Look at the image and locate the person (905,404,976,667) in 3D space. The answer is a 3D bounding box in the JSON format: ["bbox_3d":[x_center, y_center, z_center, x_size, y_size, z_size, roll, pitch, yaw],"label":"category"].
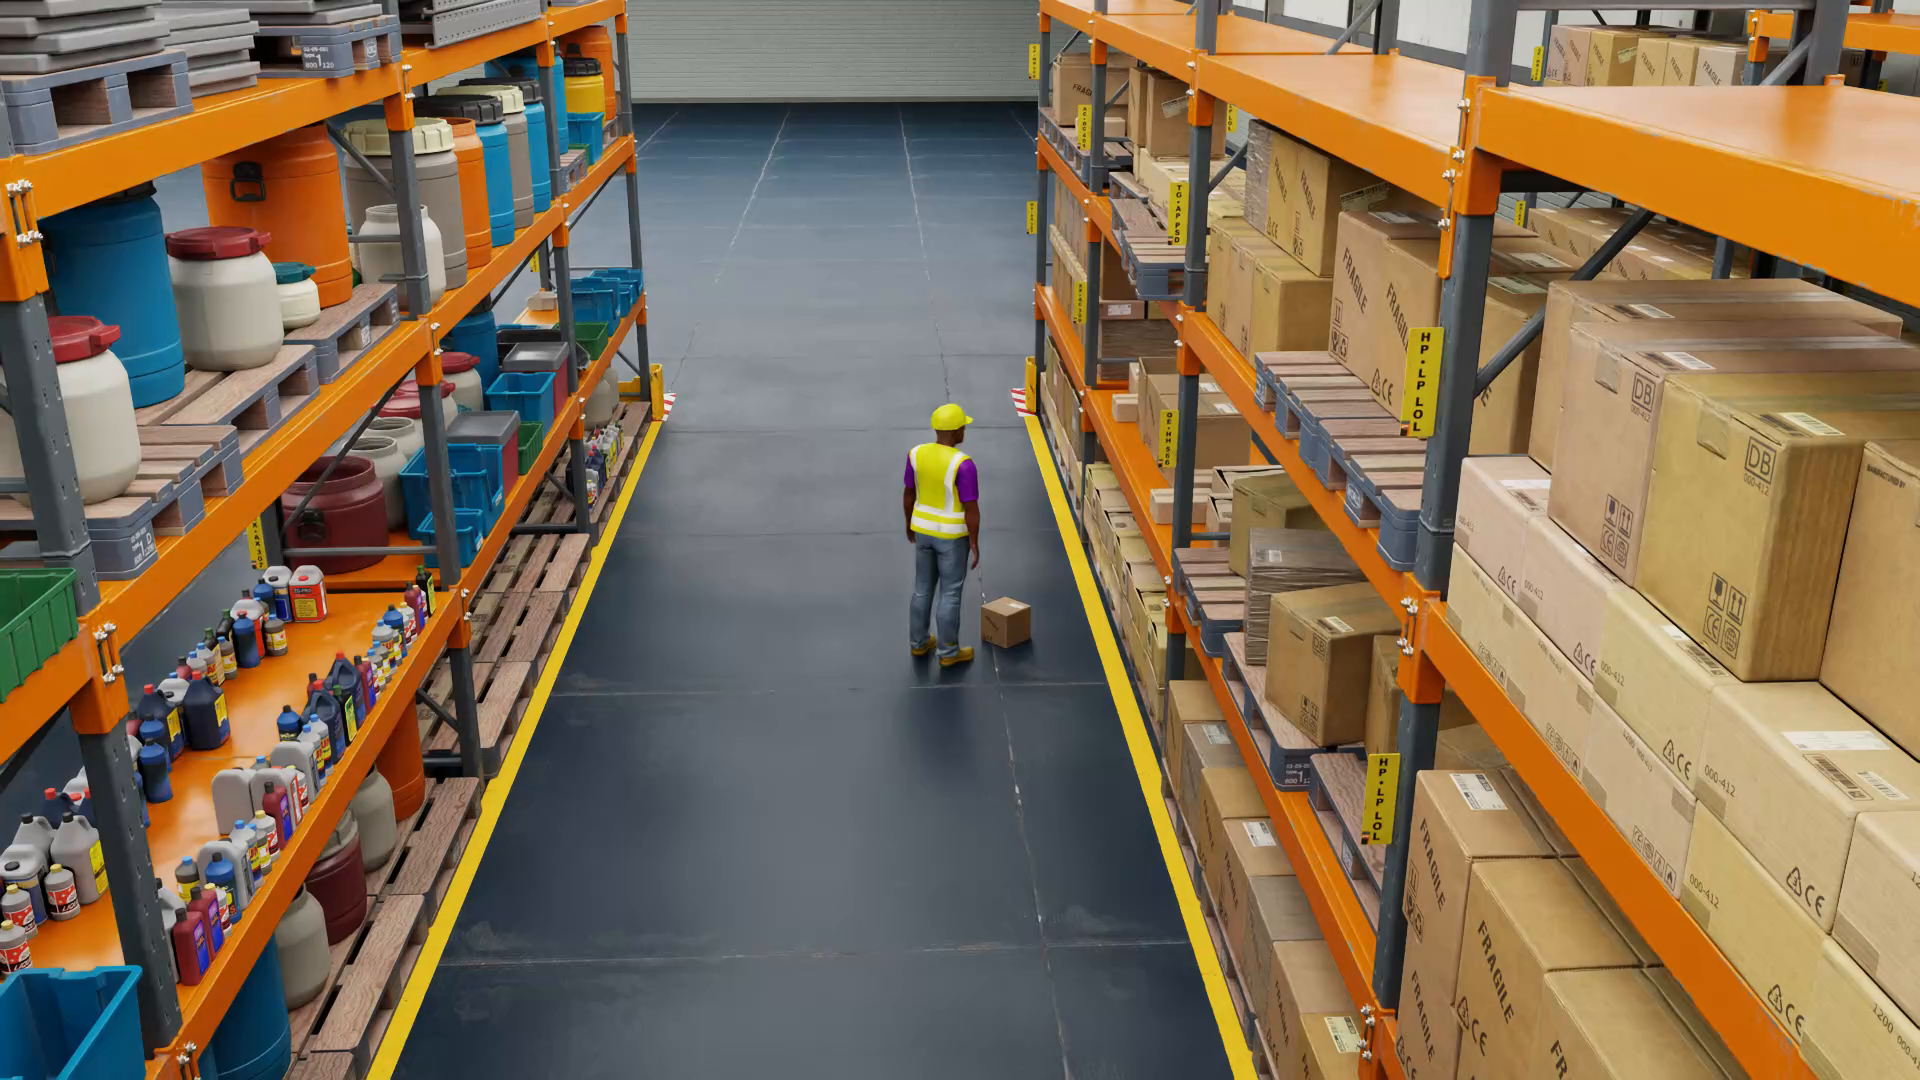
[{"bbox_3d":[-0.128,-0.048,11.104,0.399,1.767,0.652,-19,27,-41],"label":"person"}]
